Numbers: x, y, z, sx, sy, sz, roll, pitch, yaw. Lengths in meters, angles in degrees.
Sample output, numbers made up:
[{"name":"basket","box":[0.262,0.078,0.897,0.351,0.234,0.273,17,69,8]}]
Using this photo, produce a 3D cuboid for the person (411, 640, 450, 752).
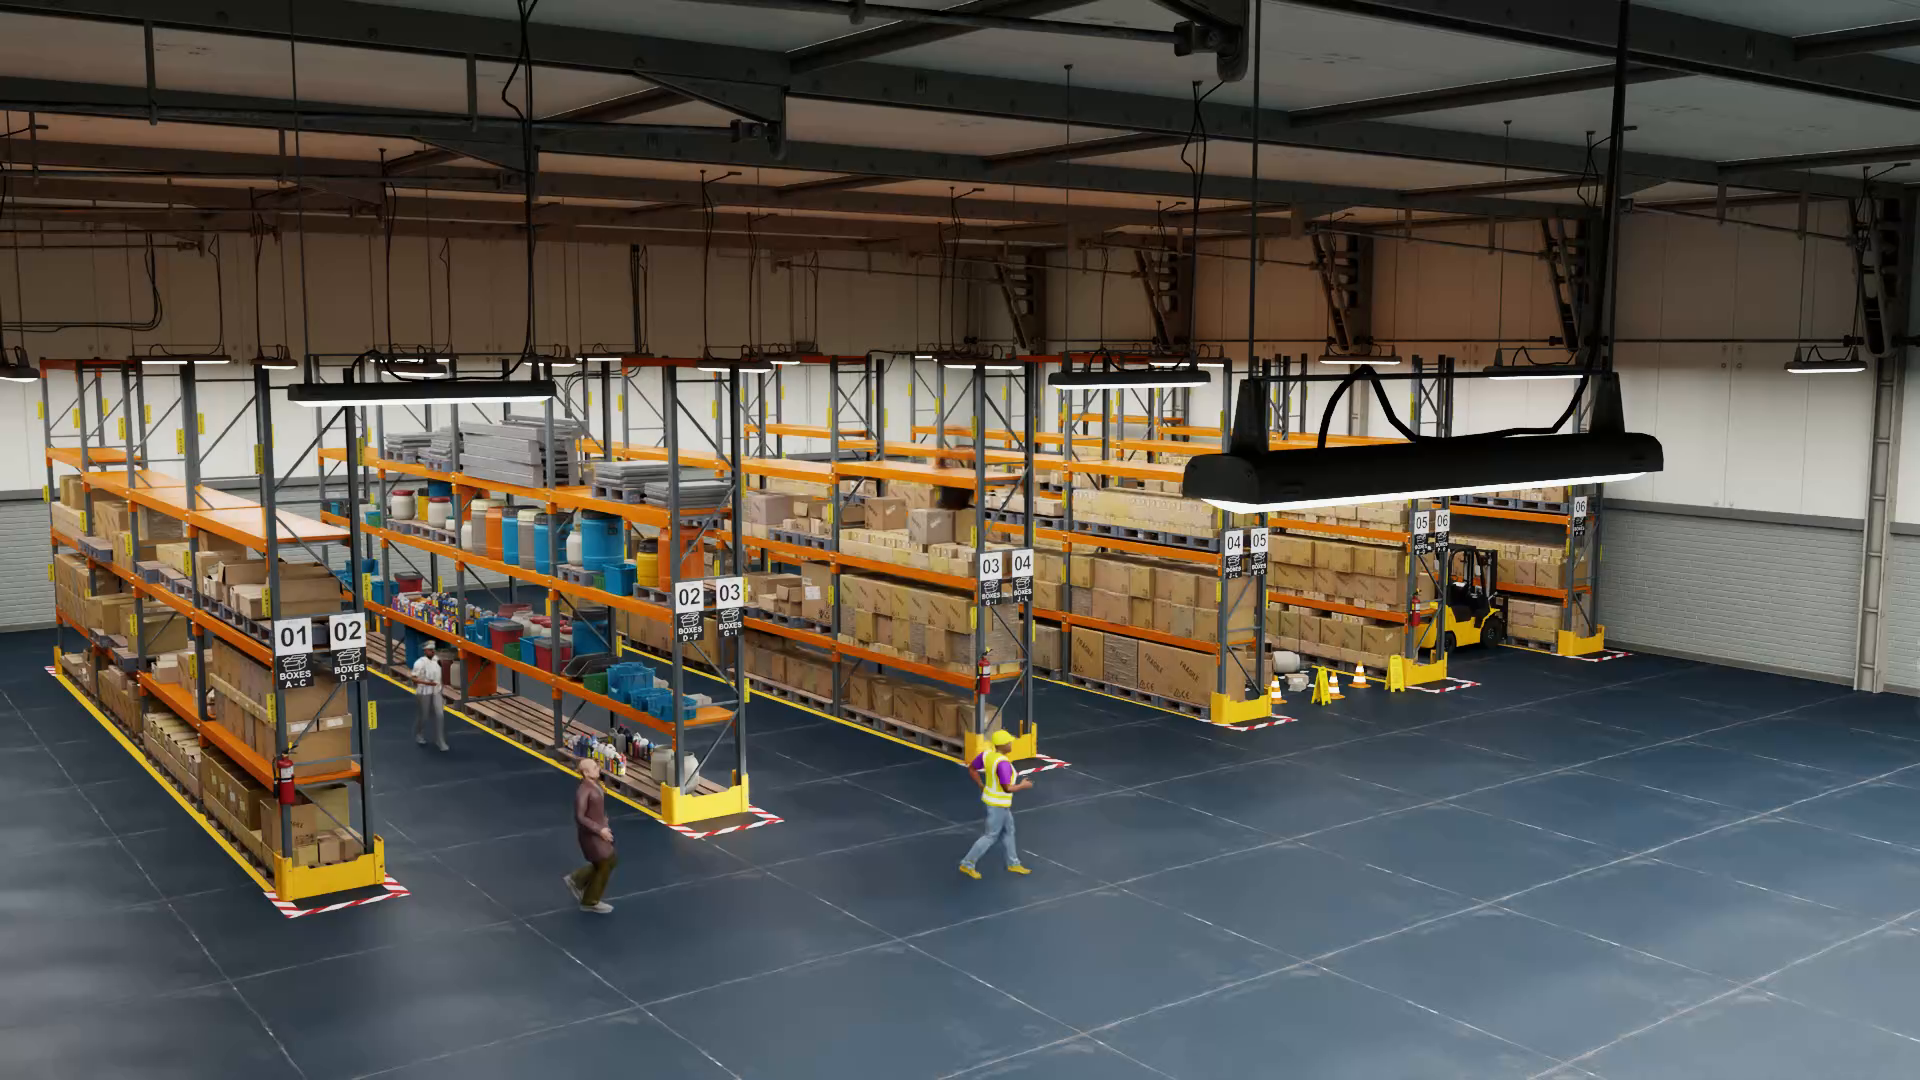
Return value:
[{"name":"person","box":[-8.265,2.395,25.841,0.571,1.728,0.846,-7,10,-44]}]

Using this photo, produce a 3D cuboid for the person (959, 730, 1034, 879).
[{"name":"person","box":[0.422,3.109,19.471,0.935,1.781,0.654,-2,7,-15]}]

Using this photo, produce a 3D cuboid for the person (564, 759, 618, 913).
[{"name":"person","box":[-4.104,3.271,18.428,0.600,1.742,0.711,-1,7,-5]}]
